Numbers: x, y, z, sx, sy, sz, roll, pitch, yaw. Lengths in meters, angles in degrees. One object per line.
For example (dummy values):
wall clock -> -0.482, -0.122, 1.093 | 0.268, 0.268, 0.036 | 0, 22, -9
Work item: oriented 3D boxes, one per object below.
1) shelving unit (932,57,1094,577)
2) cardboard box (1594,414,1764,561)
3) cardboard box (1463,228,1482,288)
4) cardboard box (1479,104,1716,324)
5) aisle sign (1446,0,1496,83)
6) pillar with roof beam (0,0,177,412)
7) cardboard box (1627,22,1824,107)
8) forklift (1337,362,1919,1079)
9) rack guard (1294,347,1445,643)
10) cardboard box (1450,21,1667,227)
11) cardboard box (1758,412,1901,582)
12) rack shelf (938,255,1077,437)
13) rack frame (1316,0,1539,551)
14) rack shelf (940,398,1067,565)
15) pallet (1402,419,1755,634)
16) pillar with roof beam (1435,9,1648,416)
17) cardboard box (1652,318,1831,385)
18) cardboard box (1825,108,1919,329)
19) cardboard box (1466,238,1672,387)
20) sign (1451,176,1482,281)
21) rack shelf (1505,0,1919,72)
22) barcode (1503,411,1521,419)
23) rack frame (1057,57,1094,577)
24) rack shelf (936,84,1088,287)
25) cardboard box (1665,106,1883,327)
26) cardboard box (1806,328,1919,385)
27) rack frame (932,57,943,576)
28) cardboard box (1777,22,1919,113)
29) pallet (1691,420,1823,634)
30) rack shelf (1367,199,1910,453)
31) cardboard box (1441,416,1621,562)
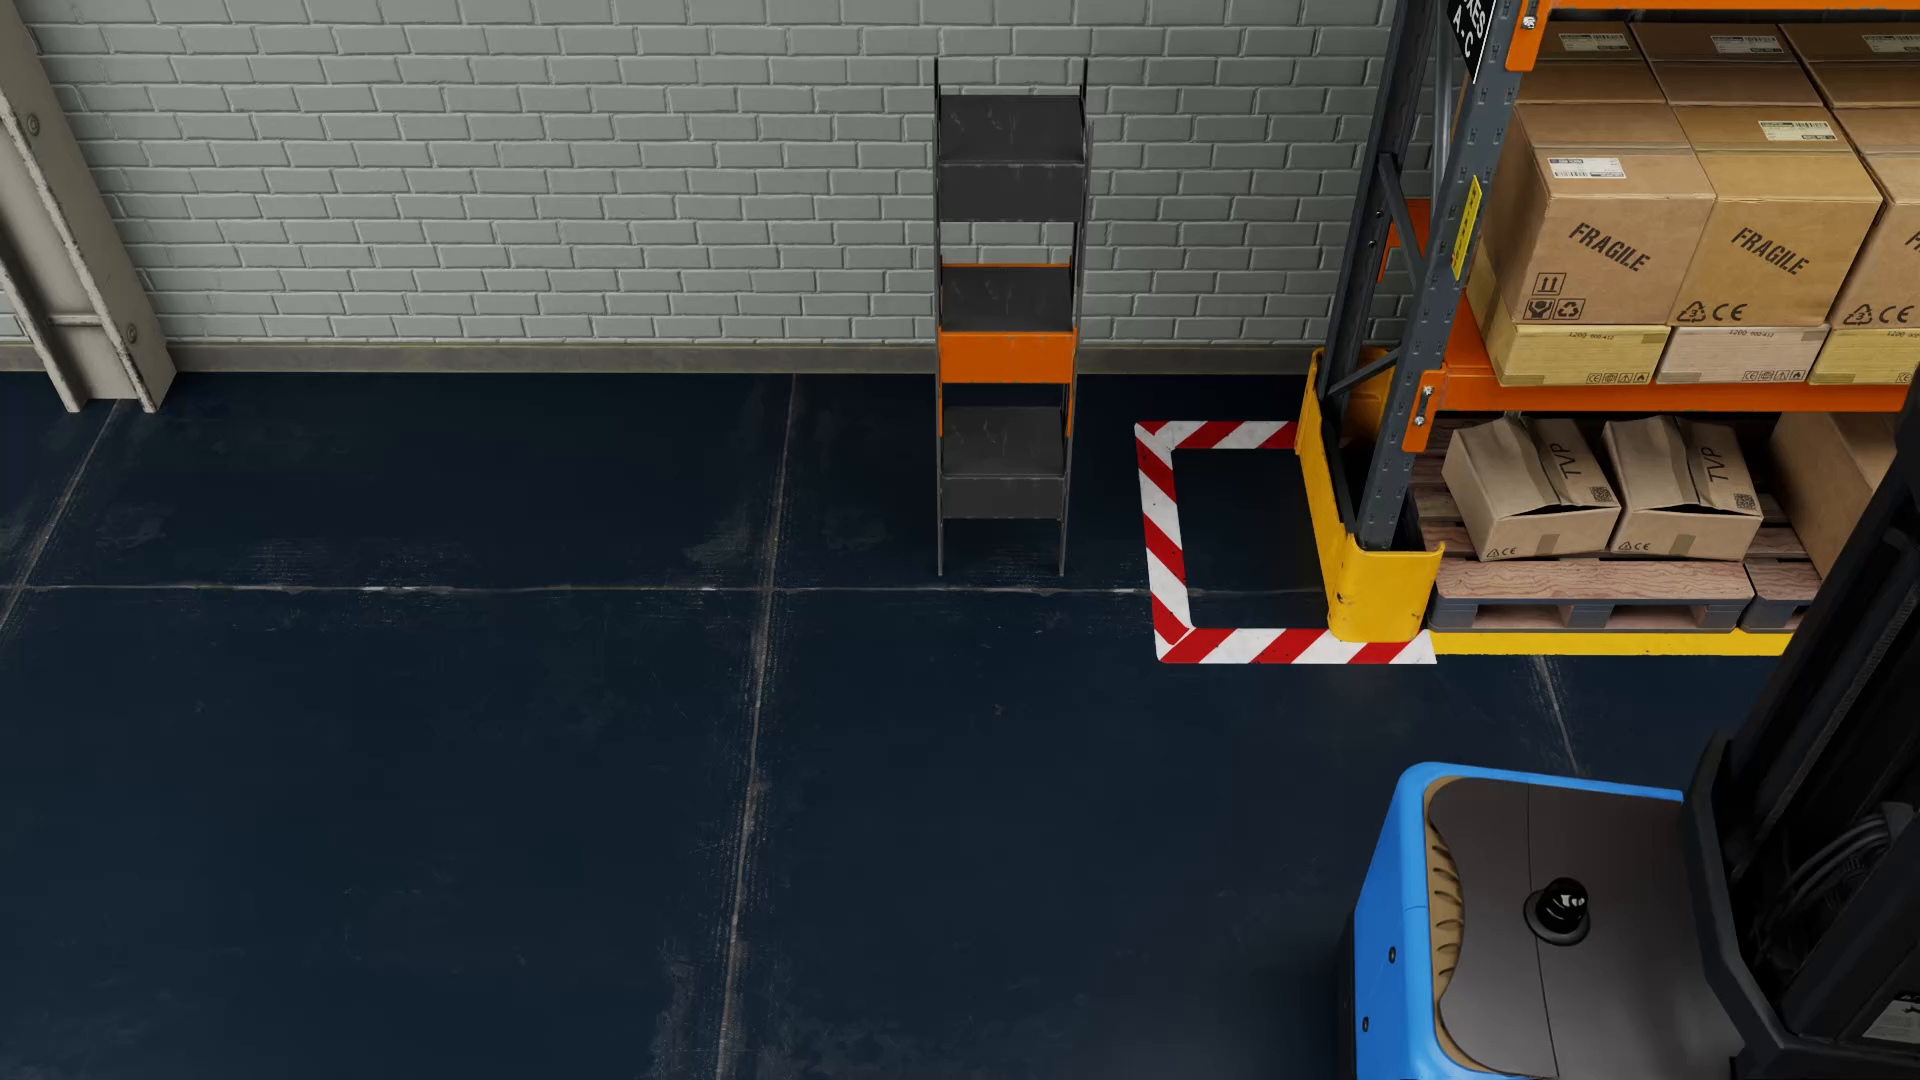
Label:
shelving unit -> 0.166, -0.715, 6.062 | 0.503, 2.100, 0.431 | 0, 47, 0
cardboard box -> 2.806, -0.217, 6.520 | 0.500, 0.311, 0.500 | 4, 47, 3
cardboard box -> 2.013, -1.149, 5.940 | 0.500, 0.250, 0.500 | 1, 47, 1
cardboard box -> 2.021, -1.043, 5.329 | 0.500, 0.500, 0.500 | 0, 47, 0
aisle sign -> 1.472, -1.719, 4.606 | 0.004, 0.787, 0.394 | 0, 47, 0
pillar with roof beam -> -3.768, -0.593, 1.235 | 0.400, 9.000, 9.100 | 0, 47, 0
cardboard box -> 2.520, -1.410, 5.670 | 0.500, 0.500, 0.500 | 1, 47, 1
forklift -> 2.680, 0.869, 4.019 | 3.031, 2.935, 1.130 | 6, 47, 6
rack guard -> 1.621, -0.201, 6.676 | 0.348, 0.500, 1.175 | 0, 47, 0
cardboard box -> 2.017, -1.418, 5.678 | 0.500, 0.500, 0.500 | 0, 47, 0
cardboard box -> 3.540, -0.243, 6.415 | 0.500, 0.500, 0.700 | -3, 47, -2
rack shelf -> 0.166, -0.706, 6.072 | 0.480, 0.518, 0.431 | 0, 47, 0
rack frame -> 1.545, -1.053, 5.761 | 0.127, 3.000, 1.000 | 0, 47, 0
rack shelf -> 0.166, -0.229, 6.584 | 0.480, 0.518, 0.431 | 0, 47, 0
pallet -> 2.433, -0.074, 6.756 | 1.213, 0.211, 1.003 | 0, 47, 0
pillar with roof beam -> 2.232, -0.577, 1.220 | 0.400, 9.000, 9.100 | 0, 47, 0
cardboard box -> 2.551, -0.784, 5.600 | 0.500, 0.250, 0.500 | -1, 47, -1
cardboard box -> 3.032, -1.028, 5.315 | 0.500, 0.500, 0.500 | -1, 47, -1
cardboard box -> 2.031, -0.775, 5.592 | 0.500, 0.250, 0.500 | -1, 47, -1
sign -> 1.543, -0.951, 5.075 | 0.005, 0.325, 0.100 | 0, 47, 0
rack shelf -> 3.545, -1.824, 4.922 | 4.000, 0.370, 1.077 | 0, 47, 0
barcode -> 2.256, -0.515, 6.791 | 0.075, 0.075, 0.001 | 0, 47, 0
rack frame -> 0.410, -0.714, 6.061 | 0.015, 2.100, 0.400 | 0, 47, 0
rack shelf -> 0.166, -1.183, 5.559 | 0.480, 0.518, 0.431 | 0, 47, 0
cardboard box -> 2.515, -1.034, 5.321 | 0.500, 0.500, 0.500 | 0, 47, 0
cardboard box -> 3.060, -0.778, 5.595 | 0.500, 0.250, 0.500 | -1, 47, 0
rack frame -> -0.078, -0.716, 6.062 | 0.015, 2.100, 0.400 | 0, 47, 0
cardboard box -> 3.037, -1.411, 5.672 | 0.500, 0.500, 0.500 | -1, 47, -1
pallet -> 3.650, -0.069, 6.751 | 1.213, 0.211, 1.003 | 0, 47, 0
rack shelf -> 3.545, -0.802, 6.020 | 4.000, 0.370, 1.077 | 0, 47, 0
cardboard box -> 2.236, -0.219, 6.522 | 0.500, 0.311, 0.500 | -5, 47, -4
